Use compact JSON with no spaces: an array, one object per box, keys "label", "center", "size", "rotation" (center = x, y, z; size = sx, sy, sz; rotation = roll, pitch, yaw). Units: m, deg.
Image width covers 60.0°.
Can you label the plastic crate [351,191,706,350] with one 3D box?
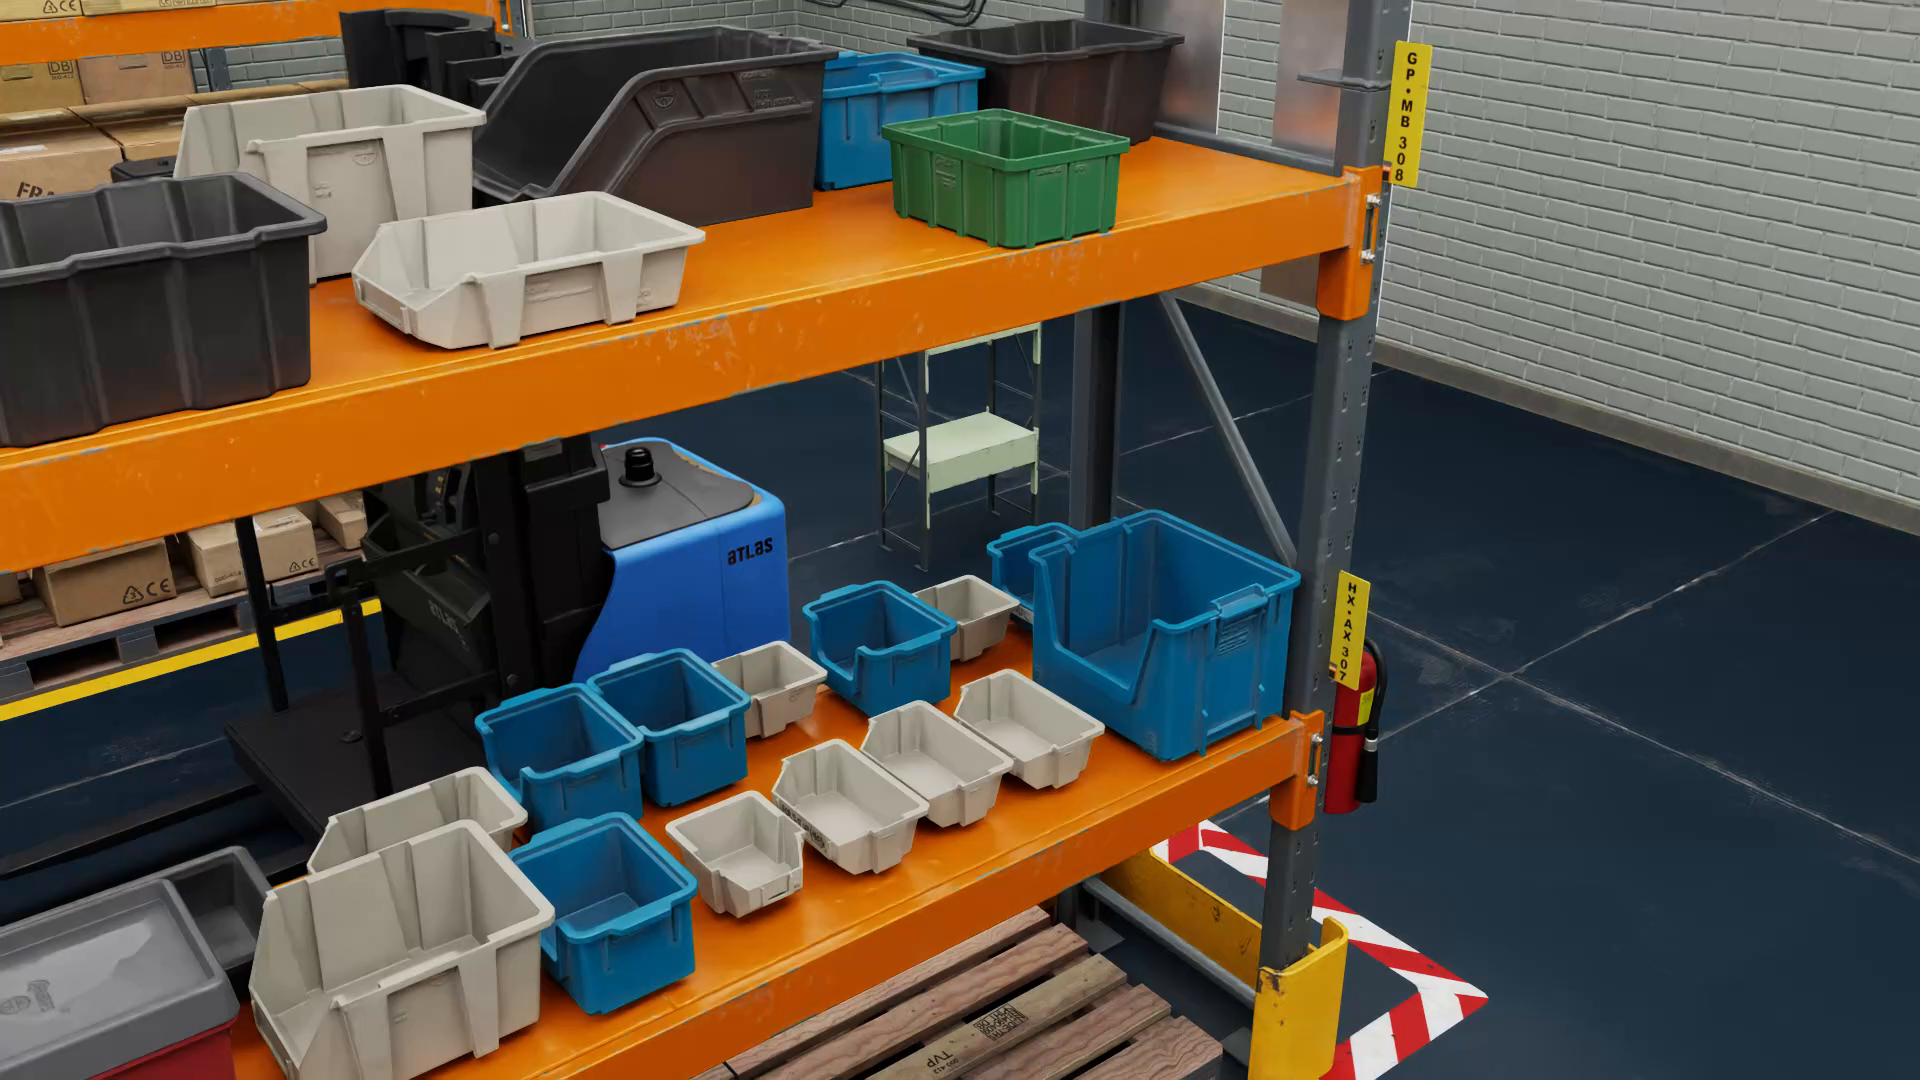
[{"label":"plastic crate","center":[-0.781,-0.482,2.975],"size":[0.530,0.136,0.437],"rotation":[-18,31,-34]}]

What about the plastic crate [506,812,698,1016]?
[{"label":"plastic crate","center":[-0.766,0.807,3.575],"size":[0.300,0.233,0.416],"rotation":[-18,31,-34]}]

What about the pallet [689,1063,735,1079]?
[{"label":"pallet","center":[-0.940,1.922,4.359],"size":[1.213,0.211,1.003],"rotation":[-18,31,-34]}]

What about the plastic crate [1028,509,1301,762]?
[{"label":"plastic crate","center":[0.544,0.246,4.544],"size":[0.499,0.435,0.616],"rotation":[-18,31,-34]}]

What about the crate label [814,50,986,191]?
[{"label":"crate label","center":[-0.233,-1.020,3.999],"size":[0.502,0.251,0.408],"rotation":[-18,31,-34]}]

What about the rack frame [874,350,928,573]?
[{"label":"rack frame","center":[-0.293,-0.583,8.226],"size":[0.023,1.500,0.400],"rotation":[-18,31,-34]}]

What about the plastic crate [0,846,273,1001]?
[{"label":"plastic crate","center":[-1.740,0.897,3.509],"size":[0.590,0.125,0.437],"rotation":[-18,31,-34]}]

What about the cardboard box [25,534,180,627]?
[{"label":"cardboard box","center":[-4.034,-0.019,7.672],"size":[0.637,0.503,0.797],"rotation":[-18,31,-34]}]

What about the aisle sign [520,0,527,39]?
[{"label":"aisle sign","center":[-2.119,-2.597,7.695],"size":[0.004,0.787,0.394],"rotation":[-18,31,-34]}]

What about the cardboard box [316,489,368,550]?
[{"label":"cardboard box","center":[-3.011,-0.118,8.284],"size":[0.250,0.166,0.380],"rotation":[-18,31,-34]}]

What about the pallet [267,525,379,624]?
[{"label":"pallet","center":[-3.048,-0.009,8.520],"size":[1.213,0.211,1.003],"rotation":[-18,31,-34]}]

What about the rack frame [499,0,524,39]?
[{"label":"rack frame","center":[-2.361,-1.502,8.422],"size":[0.127,3.000,1.000],"rotation":[-18,31,-34]}]

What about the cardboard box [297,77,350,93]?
[{"label":"cardboard box","center":[-2.873,-1.973,8.131],"size":[0.500,0.500,0.500],"rotation":[-17,30,-33]}]

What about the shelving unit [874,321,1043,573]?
[{"label":"shelving unit","center":[-0.005,-0.679,8.431],"size":[0.755,1.500,0.431],"rotation":[-18,31,-34]}]

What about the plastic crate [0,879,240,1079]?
[{"label":"plastic crate","center":[-1.598,0.974,2.940],"size":[0.583,0.464,0.402],"rotation":[-18,31,-34]}]

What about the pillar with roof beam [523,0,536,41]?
[{"label":"pillar with roof beam","center":[-1.174,-5.425,9.749],"size":[0.400,9.000,9.100],"rotation":[-18,31,-34]}]

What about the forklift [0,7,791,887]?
[{"label":"forklift","center":[-2.120,-0.260,5.828],"size":[3.031,2.935,1.130],"rotation":[-20,32,-37]}]

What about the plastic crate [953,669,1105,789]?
[{"label":"plastic crate","center":[0.162,0.504,4.342],"size":[0.243,0.136,0.396],"rotation":[-18,31,-34]}]

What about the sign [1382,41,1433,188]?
[{"label":"sign","center":[1.045,-0.995,3.892],"size":[0.005,0.325,0.100],"rotation":[-18,31,-34]}]

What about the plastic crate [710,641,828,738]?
[{"label":"plastic crate","center":[-0.542,0.420,4.524],"size":[0.298,0.136,0.250],"rotation":[-18,31,-34]}]

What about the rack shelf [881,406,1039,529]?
[{"label":"rack shelf","center":[-0.005,-0.383,8.568],"size":[0.720,0.370,0.431],"rotation":[-18,31,-34]}]

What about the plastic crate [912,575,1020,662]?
[{"label":"plastic crate","center":[-0.009,0.244,4.904],"size":[0.298,0.136,0.250],"rotation":[-18,31,-34]}]

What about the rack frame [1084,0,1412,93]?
[{"label":"rack frame","center":[0.692,-2.581,3.622],"size":[0.127,3.000,1.000],"rotation":[-18,31,-34]}]

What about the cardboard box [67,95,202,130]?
[{"label":"cardboard box","center":[-3.677,-1.706,7.556],"size":[0.500,0.500,0.500],"rotation":[-18,30,-33]}]

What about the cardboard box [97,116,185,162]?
[{"label":"cardboard box","center":[-3.344,-1.526,7.169],"size":[0.500,0.500,0.500],"rotation":[-17,30,-33]}]

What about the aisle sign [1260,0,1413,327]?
[{"label":"aisle sign","center":[0.930,-0.961,4.169],"size":[0.004,0.787,0.394],"rotation":[-18,31,-34]}]

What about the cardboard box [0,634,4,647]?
[{"label":"cardboard box","center":[-4.371,0.358,7.259],"size":[0.250,0.166,0.380],"rotation":[-18,31,-34]}]

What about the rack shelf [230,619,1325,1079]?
[{"label":"rack shelf","center":[-0.882,0.986,3.917],"size":[4.000,0.370,1.077],"rotation":[-18,31,-34]}]

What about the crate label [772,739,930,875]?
[{"label":"crate label","center":[-0.279,0.655,4.017],"size":[0.243,0.136,0.396],"rotation":[-18,31,-34]}]

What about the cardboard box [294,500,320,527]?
[{"label":"cardboard box","center":[-3.358,-0.277,8.527],"size":[0.500,0.250,0.500],"rotation":[-18,31,-34]}]

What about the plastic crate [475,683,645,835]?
[{"label":"plastic crate","center":[-0.977,0.564,4.099],"size":[0.300,0.233,0.416],"rotation":[-18,31,-34]}]

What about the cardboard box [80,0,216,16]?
[{"label":"cardboard box","center":[-3.388,-2.313,6.786],"size":[0.500,0.250,0.500],"rotation":[-18,31,-34]}]

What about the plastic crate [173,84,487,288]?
[{"label":"plastic crate","center":[-1.242,-0.693,3.258],"size":[0.530,0.282,0.437],"rotation":[-18,31,-34]}]

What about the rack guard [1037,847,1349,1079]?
[{"label":"rack guard","center":[0.703,1.264,5.434],"size":[0.348,0.500,1.175],"rotation":[-18,31,-34]}]

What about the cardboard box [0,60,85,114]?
[{"label":"cardboard box","center":[-6.382,-2.949,11.185],"size":[0.700,0.700,0.980],"rotation":[-19,31,-34]}]
